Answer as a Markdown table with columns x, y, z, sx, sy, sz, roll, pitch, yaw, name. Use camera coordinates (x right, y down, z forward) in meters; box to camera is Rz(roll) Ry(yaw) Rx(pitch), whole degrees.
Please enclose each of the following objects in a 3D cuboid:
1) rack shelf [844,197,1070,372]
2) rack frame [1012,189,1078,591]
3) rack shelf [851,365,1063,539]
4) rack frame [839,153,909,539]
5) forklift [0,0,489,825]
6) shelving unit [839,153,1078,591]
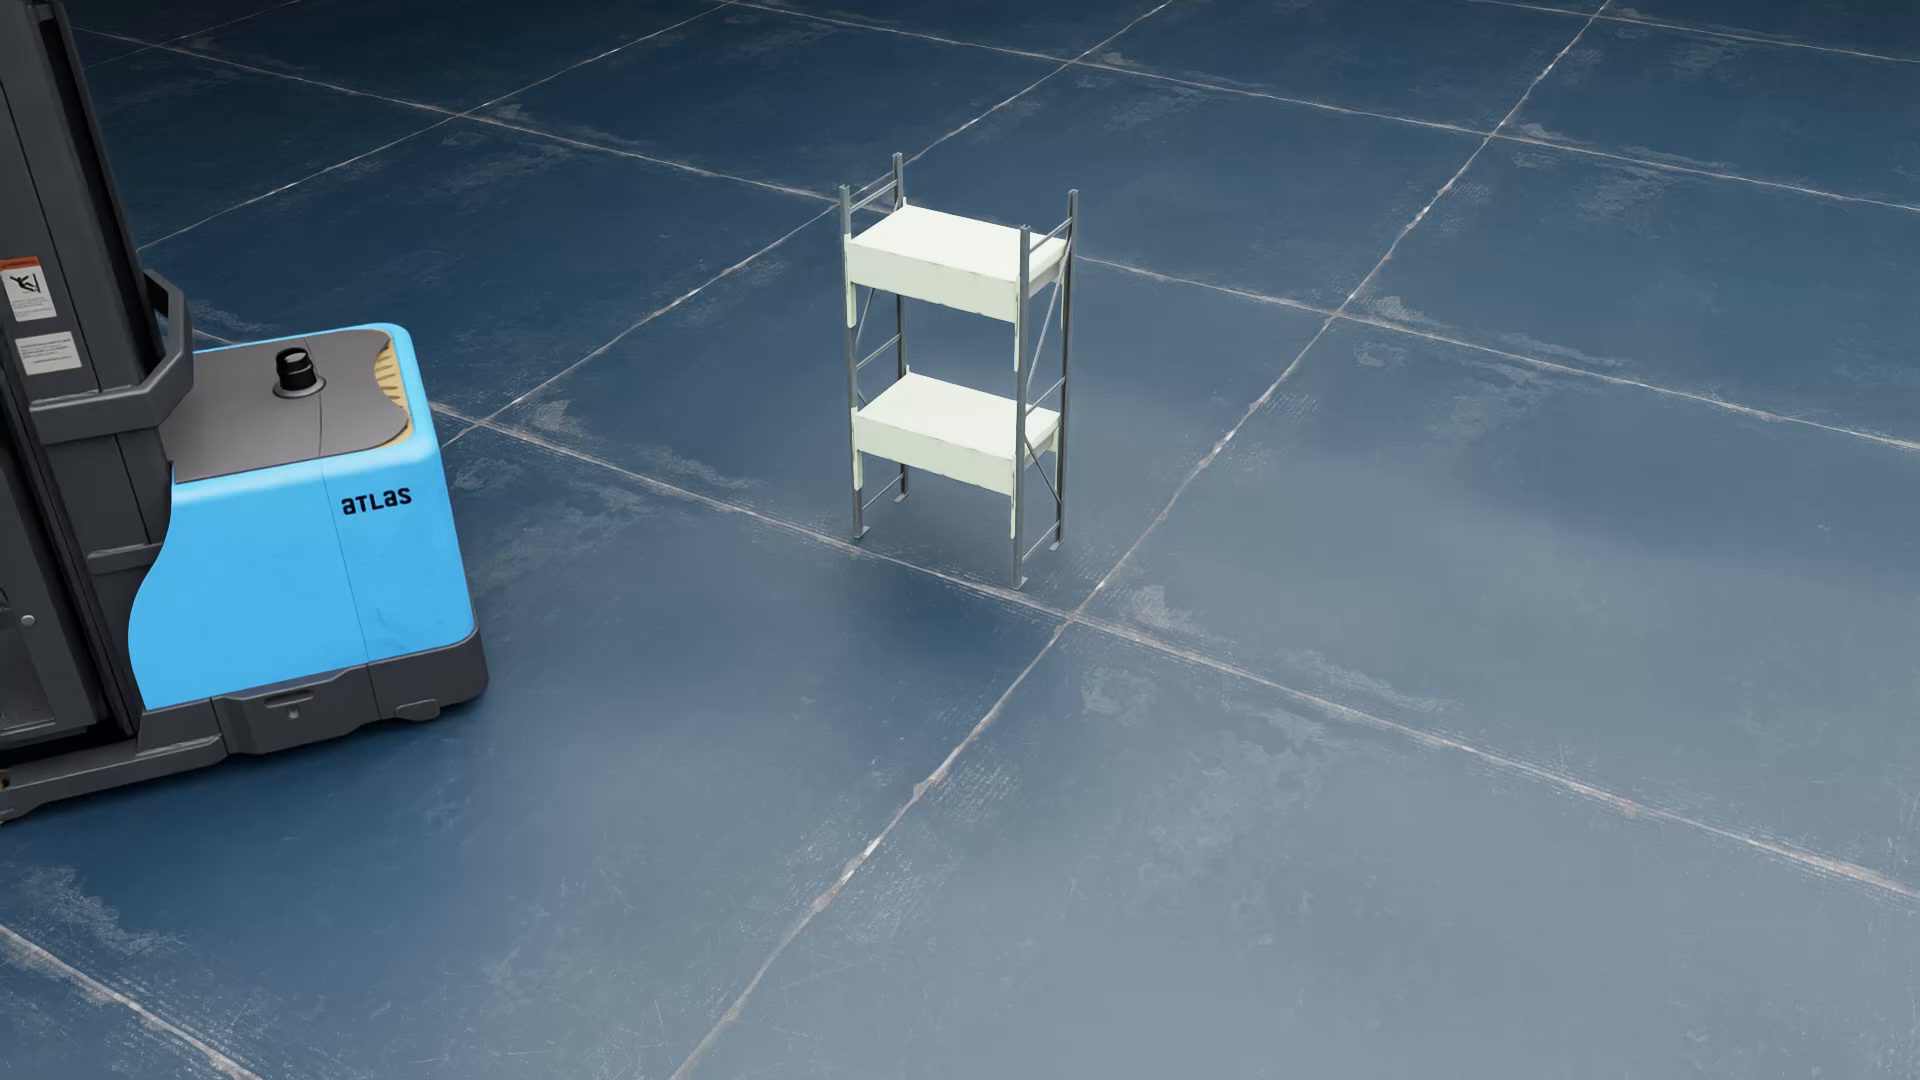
| x | y | z | sx | sy | sz | roll | pitch | yaw | name |
| --- | --- | --- | --- | --- | --- | --- | --- | --- | --- |
| -0.006 | -0.951 | 6.121 | 0.720 | 0.370 | 0.431 | 18 | 37 | 24 | rack shelf |
| 0.312 | -0.525 | 6.186 | 0.023 | 1.500 | 0.400 | 18 | 37 | 24 | rack frame |
| -0.006 | -0.355 | 6.518 | 0.720 | 0.370 | 0.431 | 18 | 37 | 24 | rack shelf |
| -0.324 | -0.727 | 6.488 | 0.023 | 1.500 | 0.400 | 18 | 37 | 24 | rack frame |
| -3.232 | -0.583 | 4.981 | 3.031 | 2.935 | 1.130 | -12 | 36 | -18 | forklift |
| -0.006 | -0.626 | 6.337 | 0.755 | 1.500 | 0.431 | 18 | 37 | 24 | shelving unit |
